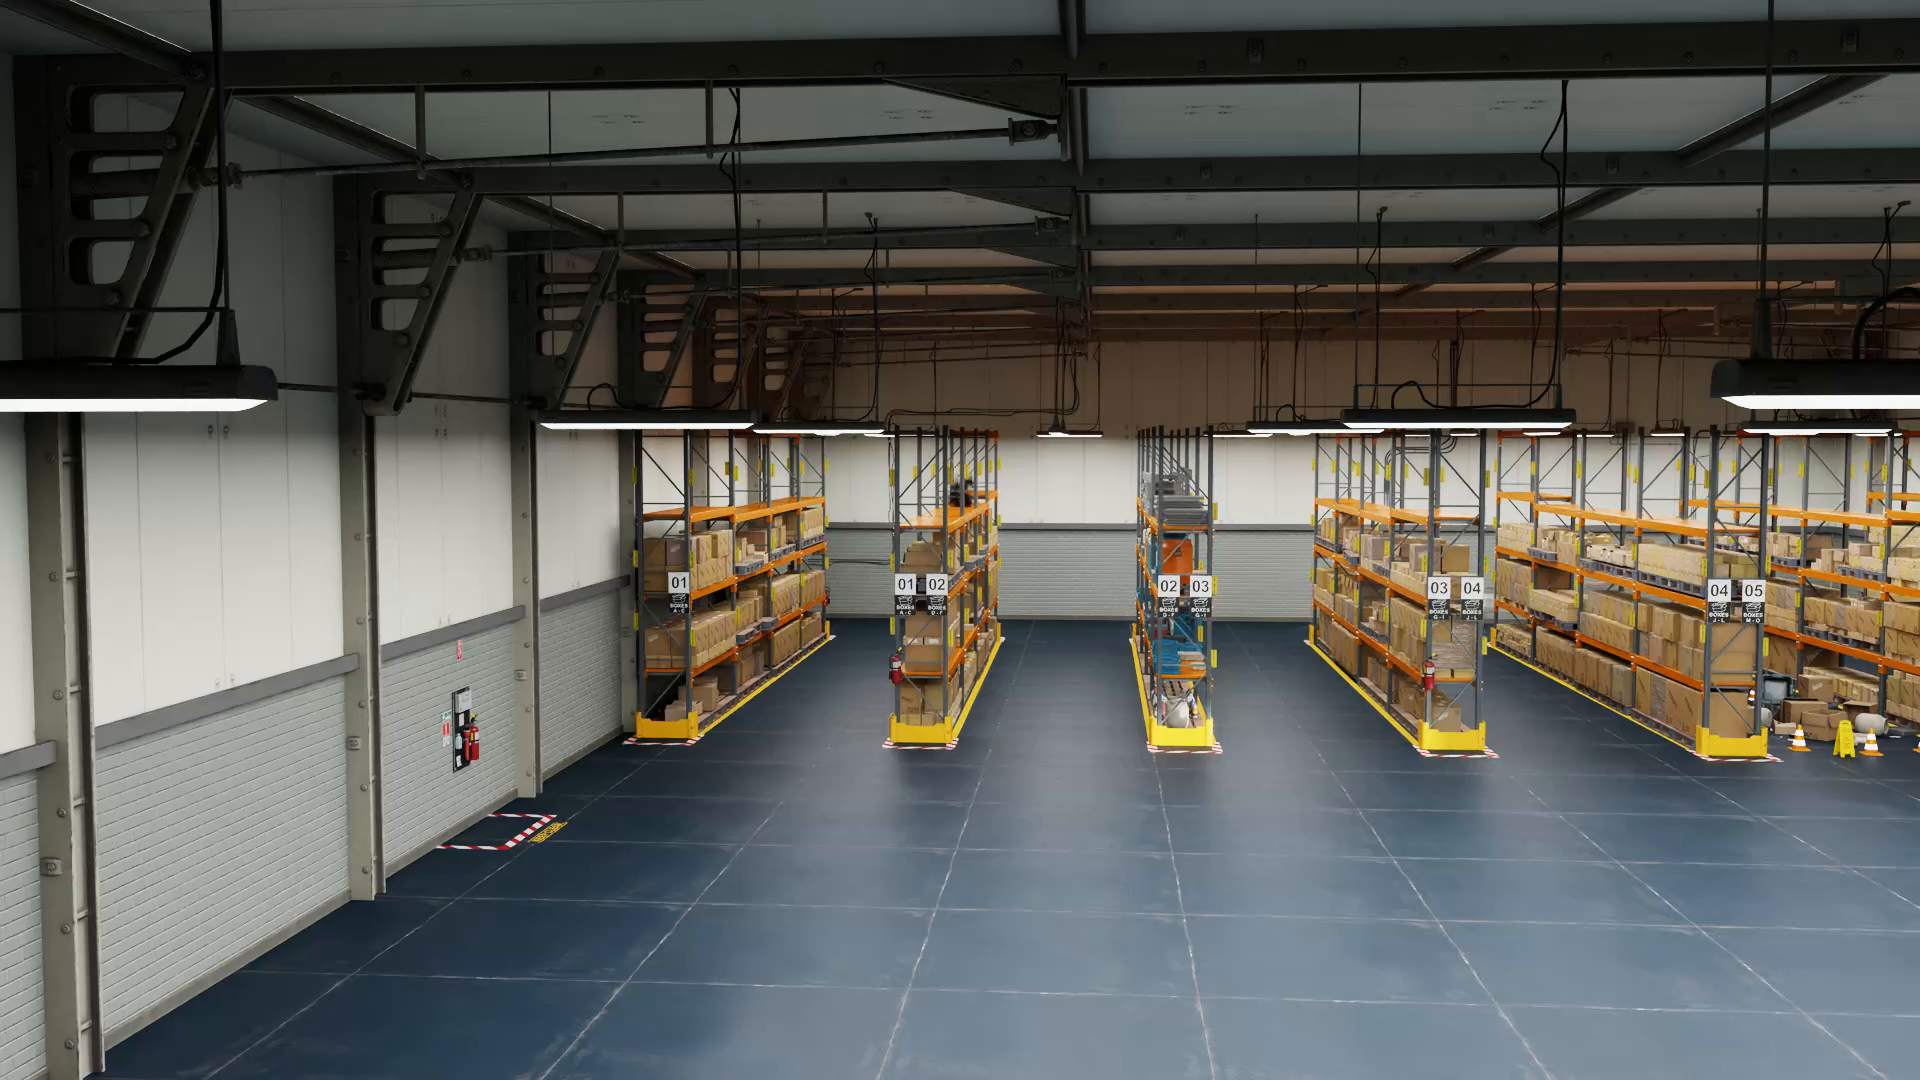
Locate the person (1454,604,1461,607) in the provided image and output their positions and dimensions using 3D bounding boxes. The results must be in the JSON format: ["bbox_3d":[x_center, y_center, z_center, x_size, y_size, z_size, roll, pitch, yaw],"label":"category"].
[{"bbox_3d":[14.005,2.105,46.927,0.666,1.608,0.794,3,5,44],"label":"person"}]

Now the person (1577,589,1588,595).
[{"bbox_3d":[17.653,2.025,47.331,0.889,1.760,0.663,1,3,9],"label":"person"}]
